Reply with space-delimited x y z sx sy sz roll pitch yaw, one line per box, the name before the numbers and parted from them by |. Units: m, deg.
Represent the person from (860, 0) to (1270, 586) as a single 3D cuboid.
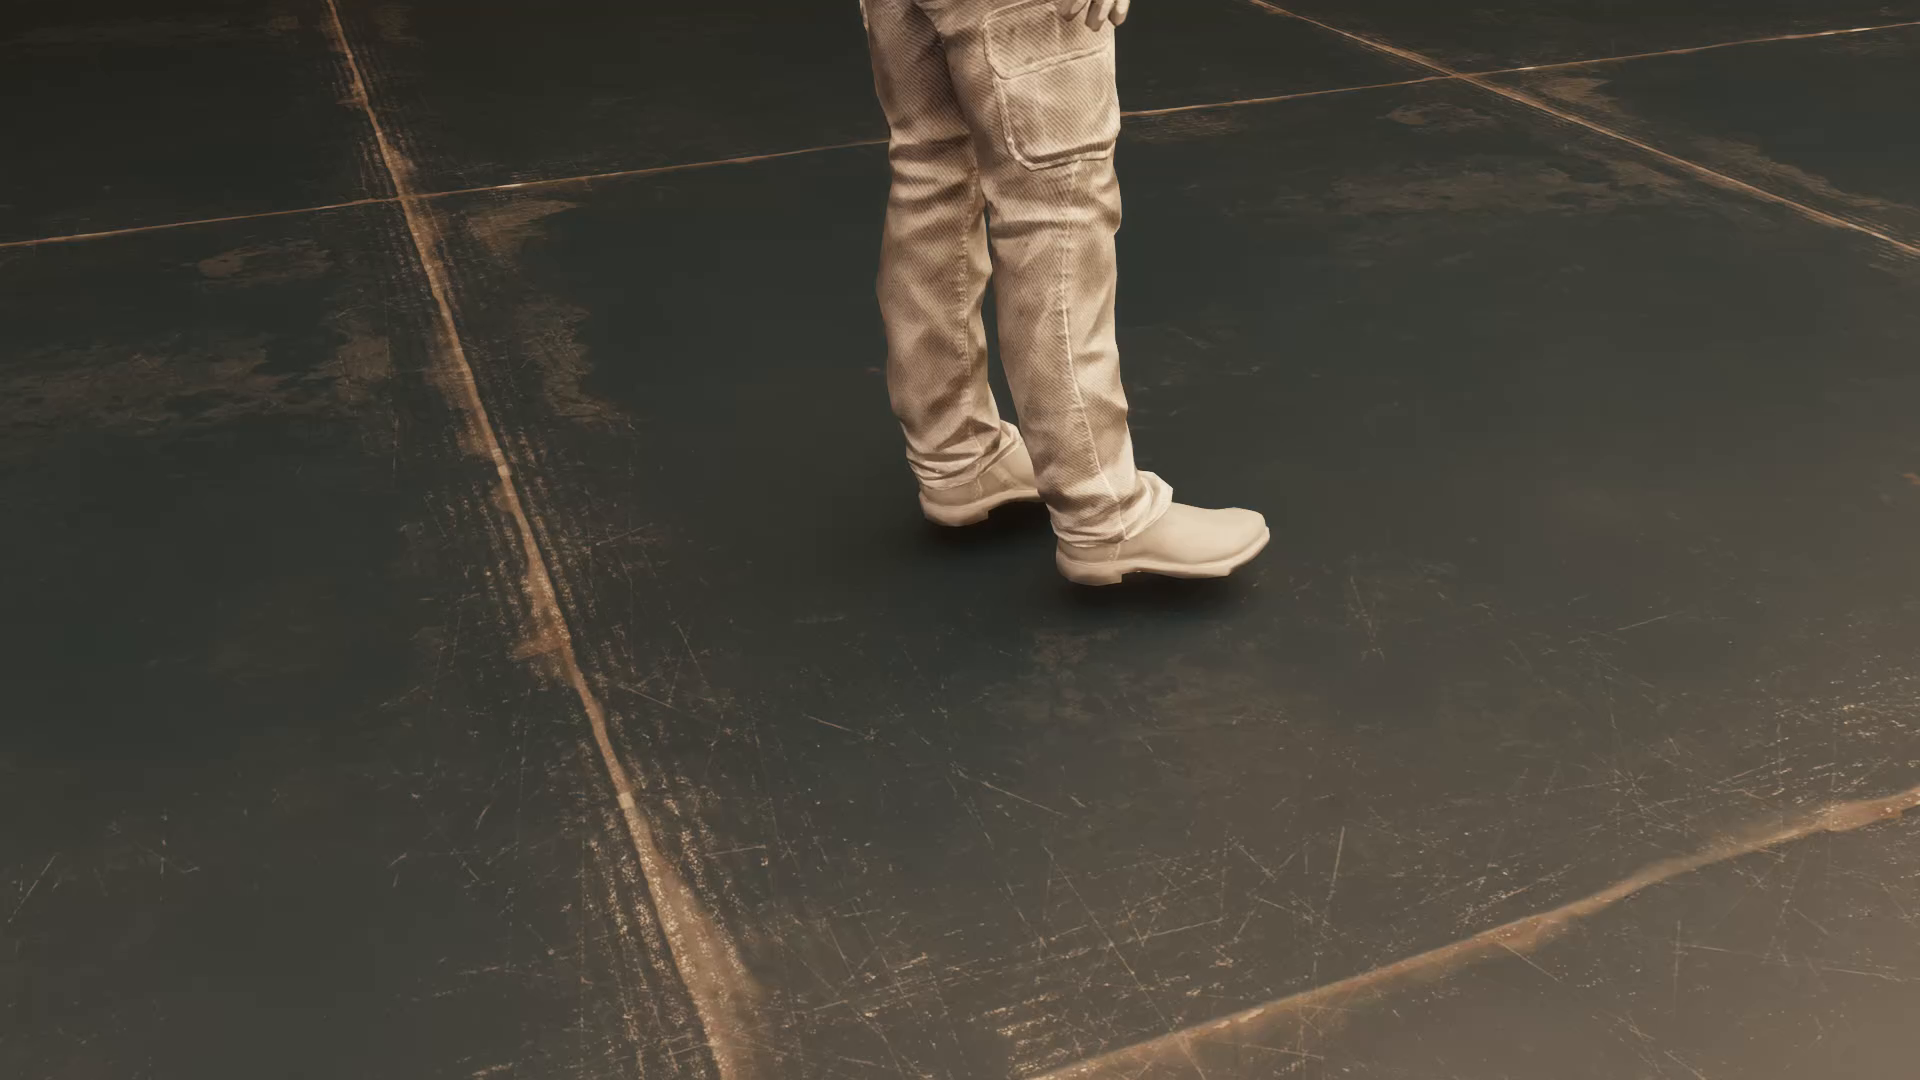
person | 0.070 -0.825 2.051 0.577 1.781 0.656 -11 32 -19
